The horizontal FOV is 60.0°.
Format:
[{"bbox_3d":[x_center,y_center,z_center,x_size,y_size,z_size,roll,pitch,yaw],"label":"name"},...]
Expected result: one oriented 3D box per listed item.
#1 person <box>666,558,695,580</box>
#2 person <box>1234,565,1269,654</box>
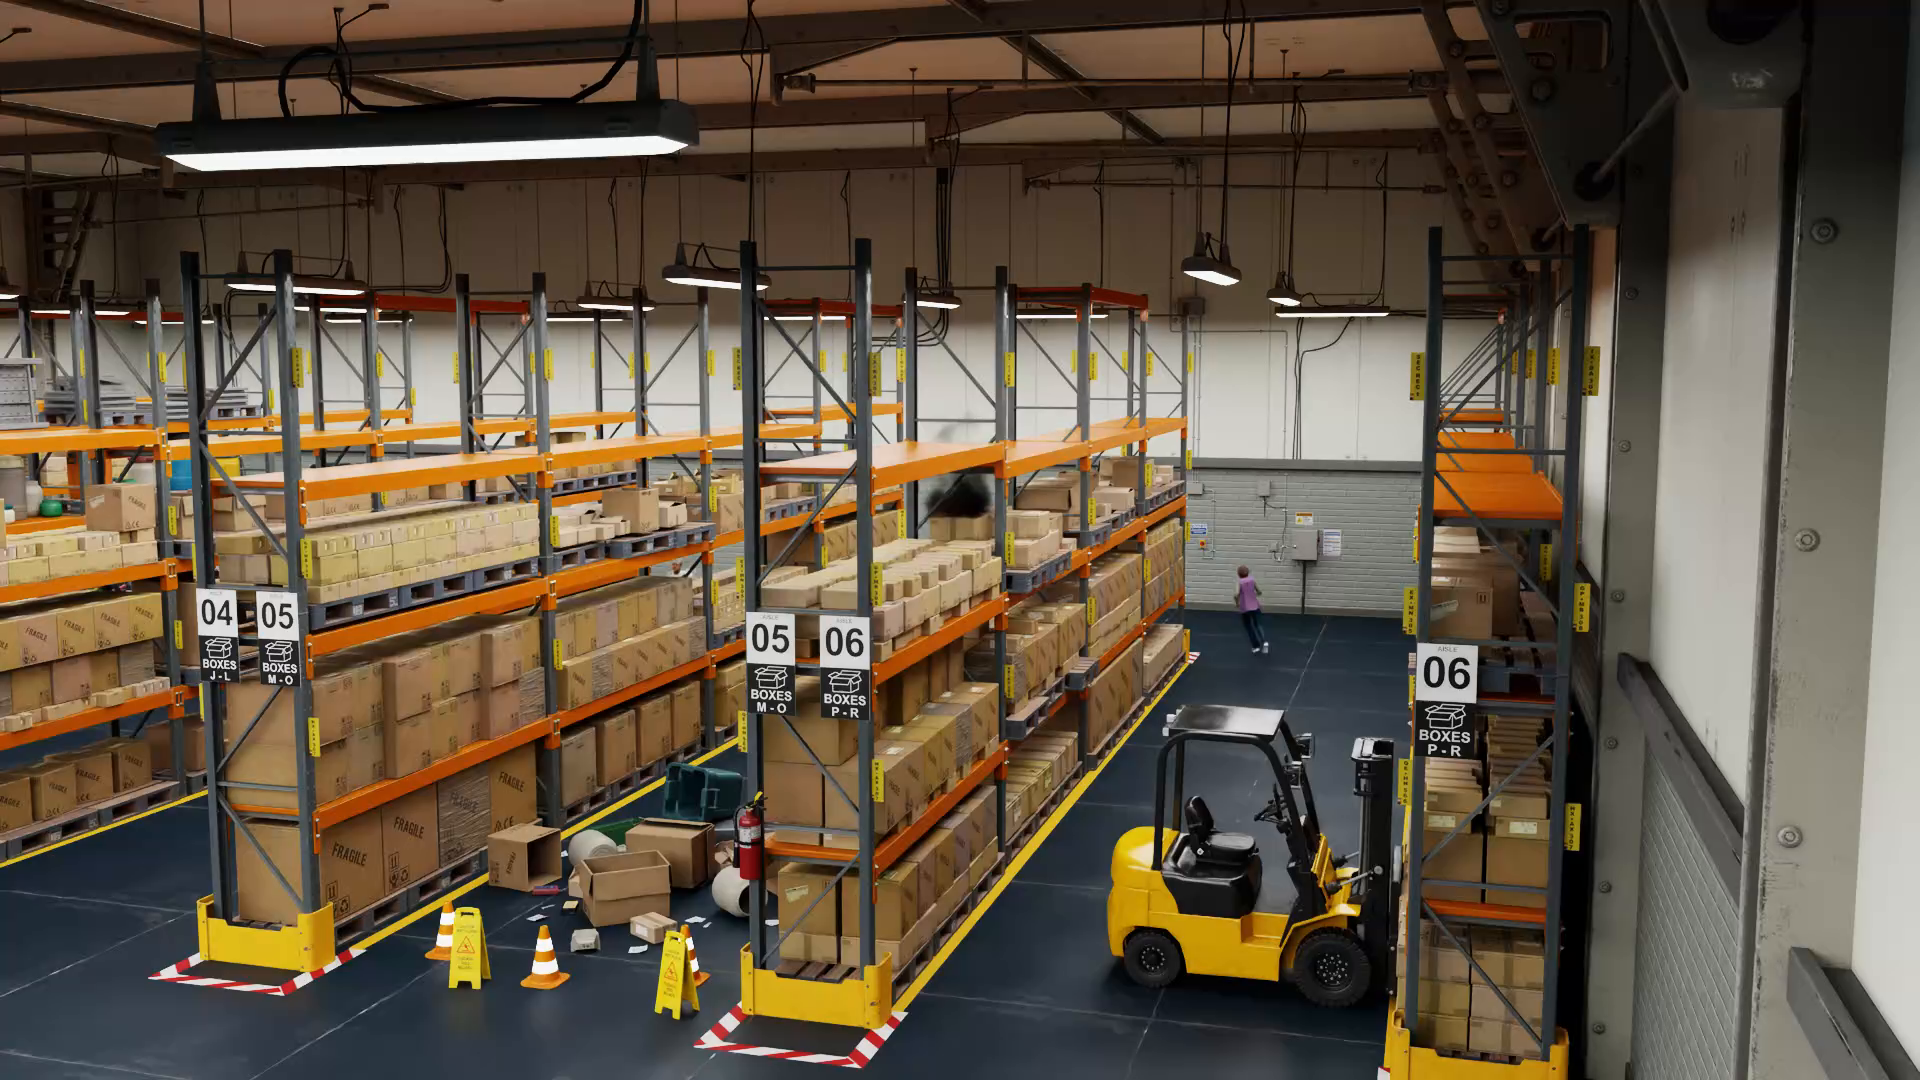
[{"bbox_3d":[-4.907,1.122,29.069,0.616,1.656,0.770,1,6,6],"label":"person"},{"bbox_3d":[4.925,1.213,28.449,0.572,1.559,0.844,-1,6,-7],"label":"person"}]
